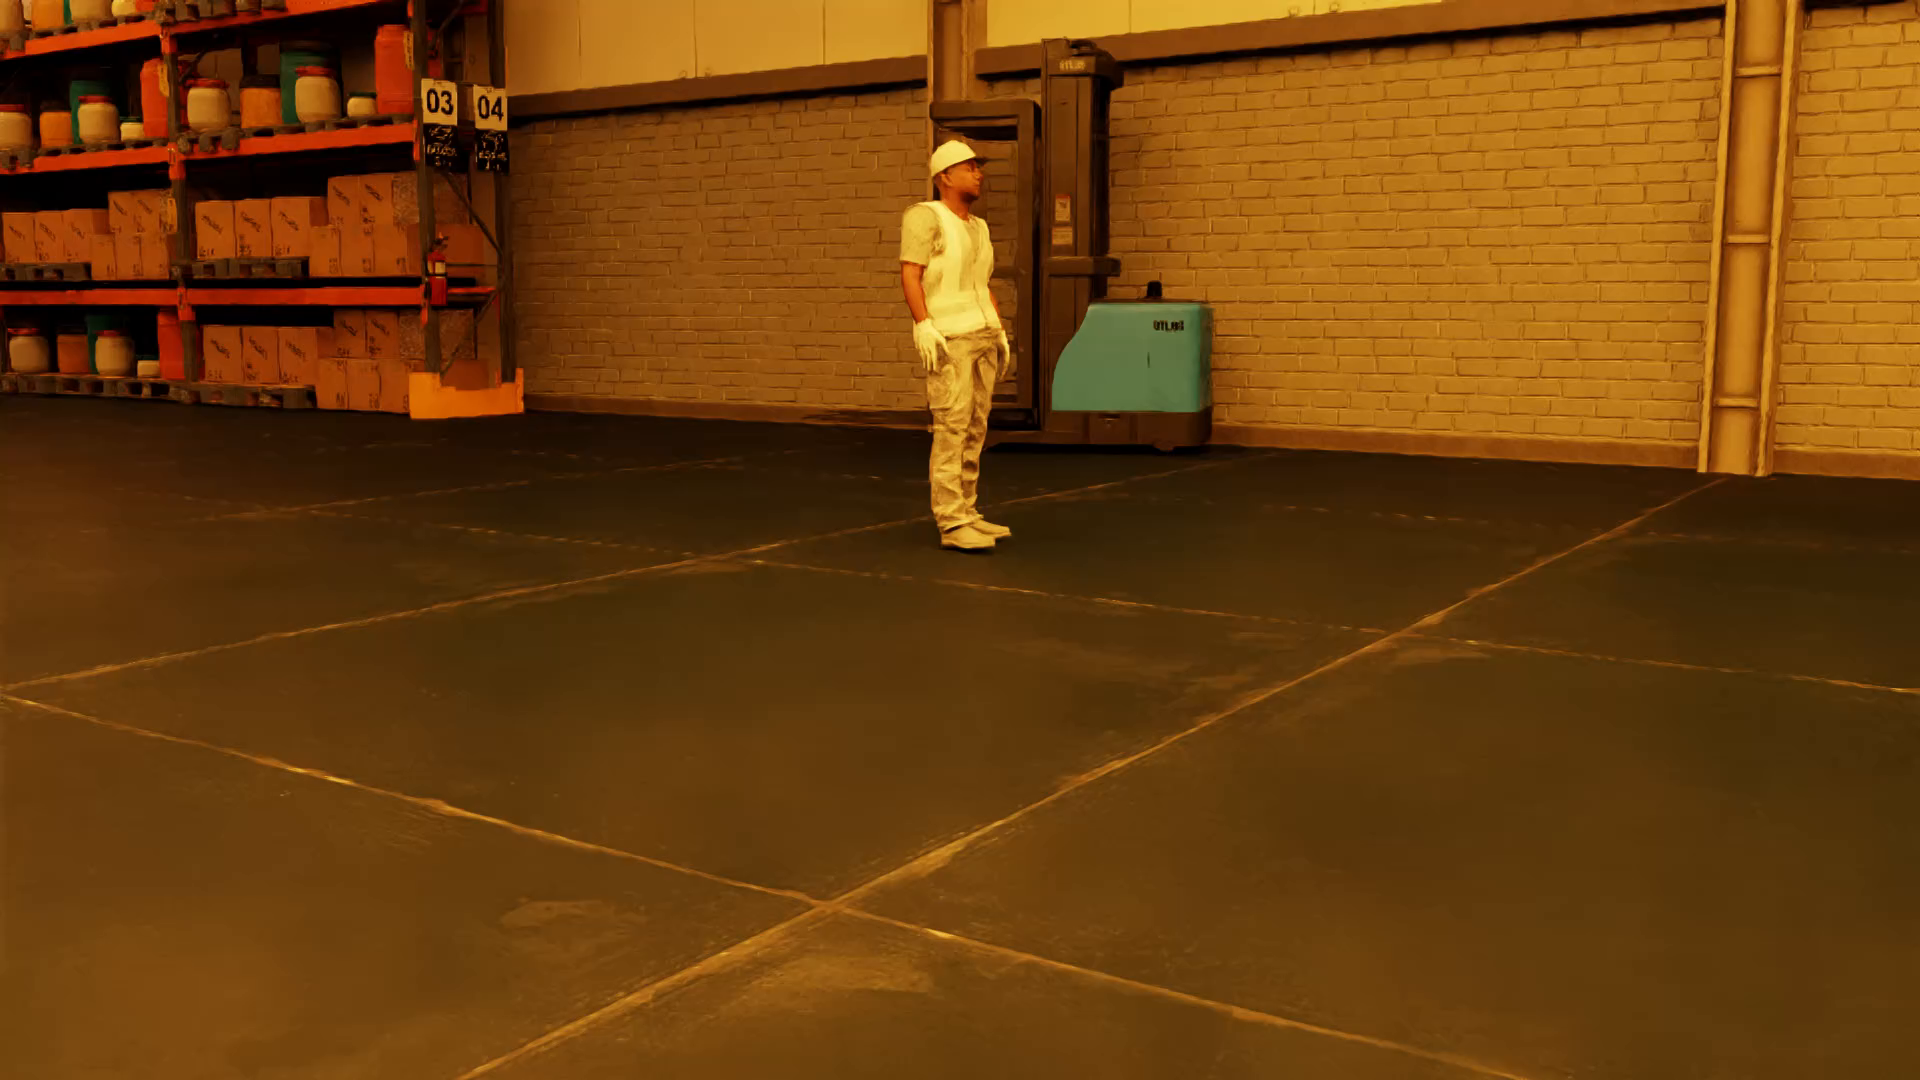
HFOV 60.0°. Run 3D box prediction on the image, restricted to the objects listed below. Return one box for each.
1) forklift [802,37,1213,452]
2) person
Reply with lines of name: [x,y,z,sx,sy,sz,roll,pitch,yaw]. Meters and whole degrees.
forklift: [0.345,-2.164,12.410,3.031,2.935,1.130,2,8,14]
person: [0.055,-0.883,7.431,0.576,1.782,0.655,5,10,34]
